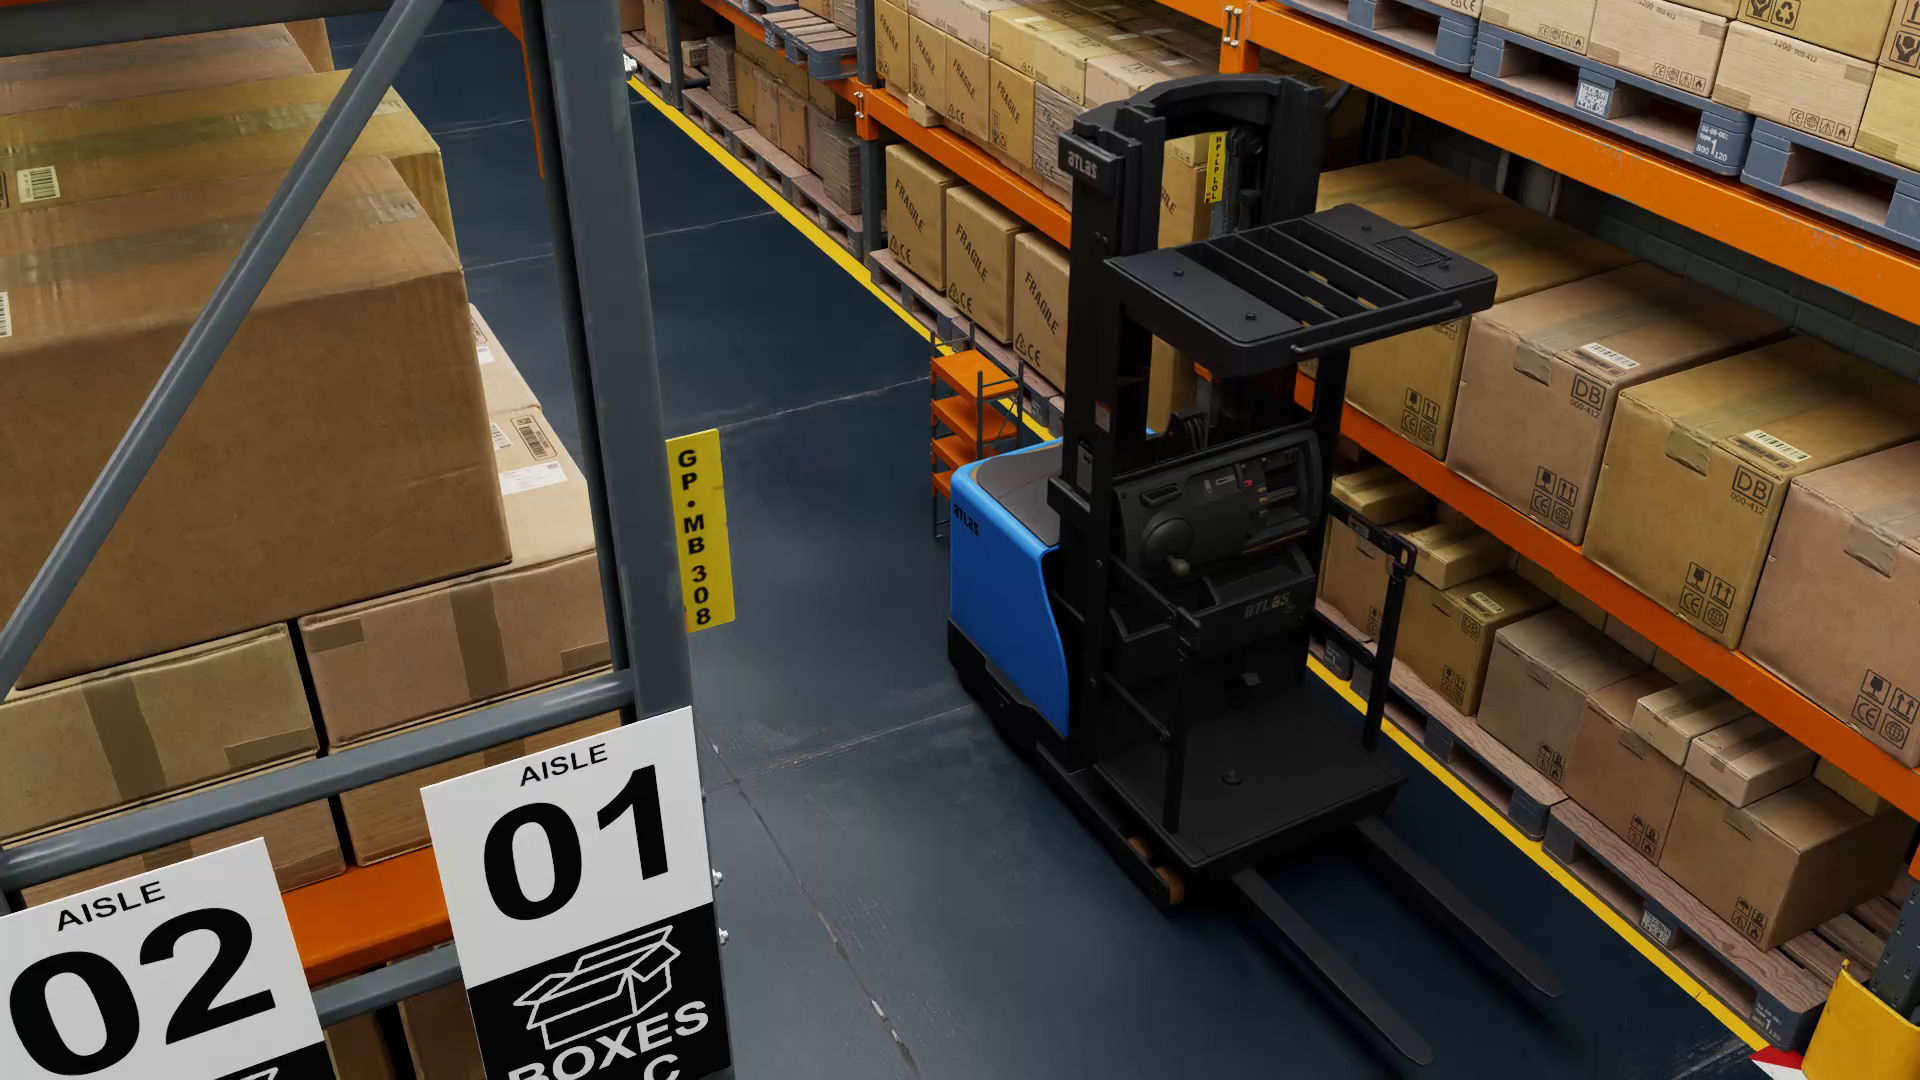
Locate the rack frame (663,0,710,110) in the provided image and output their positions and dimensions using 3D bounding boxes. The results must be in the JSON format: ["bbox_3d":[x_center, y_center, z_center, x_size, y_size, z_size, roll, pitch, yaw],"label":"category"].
[{"bbox_3d":[-2.076,-5.213,14.106,1.000,3.000,0.127,-16,36,-23],"label":"rack frame"}]

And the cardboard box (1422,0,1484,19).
[{"bbox_3d":[1.968,-2.171,6.234,0.500,0.250,0.500,-17,36,-24],"label":"cardboard box"}]

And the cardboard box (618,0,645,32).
[{"bbox_3d":[-3.135,-5.267,16.099,0.700,0.500,0.500,-18,37,-26],"label":"cardboard box"}]

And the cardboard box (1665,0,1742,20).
[{"bbox_3d":[2.462,-1.989,5.256,0.500,0.500,0.500,-18,37,-25],"label":"cardboard box"}]

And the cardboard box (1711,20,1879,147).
[{"bbox_3d":[2.699,-1.435,5.086,0.500,0.250,0.500,-17,36,-25],"label":"cardboard box"}]

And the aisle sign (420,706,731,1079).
[{"bbox_3d":[-0.570,0.626,2.582,0.394,0.787,0.004,-16,36,-23],"label":"aisle sign"}]

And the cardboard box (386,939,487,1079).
[{"bbox_3d":[-0.835,1.021,3.357,0.500,0.500,0.500,-15,35,-22],"label":"cardboard box"}]

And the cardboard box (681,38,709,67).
[{"bbox_3d":[-2.352,-4.453,15.138,0.380,0.166,0.250,-21,38,-29],"label":"cardboard box"}]

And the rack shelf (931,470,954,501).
[{"bbox_3d":[0.077,-0.202,8.446,0.258,0.148,0.480,-16,36,-23],"label":"rack shelf"}]

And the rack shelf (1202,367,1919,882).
[{"bbox_3d":[2.586,-0.137,6.851,1.077,0.370,4.000,-16,36,-23],"label":"rack shelf"}]

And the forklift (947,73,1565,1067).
[{"bbox_3d":[1.102,-0.079,6.157,1.130,2.935,3.031,-17,36,-24],"label":"forklift"}]

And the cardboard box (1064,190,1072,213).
[{"bbox_3d":[0.796,-1.882,9.121,0.380,0.149,0.250,-16,36,-23],"label":"cardboard box"}]

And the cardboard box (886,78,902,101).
[{"bbox_3d":[-0.263,-2.991,10.852,0.380,0.149,0.250,-16,36,-24],"label":"cardboard box"}]

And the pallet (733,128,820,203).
[{"bbox_3d":[-1.139,-3.084,13.368,1.003,0.211,1.213,-16,36,-23],"label":"pallet"}]

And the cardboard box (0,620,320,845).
[{"bbox_3d":[-1.327,0.171,2.598,0.500,0.250,0.500,-16,36,-23],"label":"cardboard box"}]

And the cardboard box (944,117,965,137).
[{"bbox_3d":[0.122,-2.631,10.291,0.380,0.149,0.250,-16,36,-24],"label":"cardboard box"}]

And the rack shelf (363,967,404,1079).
[{"bbox_3d":[-1.794,1.110,4.903,1.077,0.370,4.000,-16,36,-23],"label":"rack shelf"}]

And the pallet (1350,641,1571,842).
[{"bbox_3d":[2.512,0.745,7.392,1.003,0.211,1.213,-16,36,-23],"label":"pallet"}]

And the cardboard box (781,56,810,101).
[{"bbox_3d":[-1.048,-3.615,12.826,0.500,0.250,0.500,-16,36,-23],"label":"cardboard box"}]

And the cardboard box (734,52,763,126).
[{"bbox_3d":[-1.433,-3.764,13.754,0.700,0.500,0.500,-17,36,-24],"label":"cardboard box"}]

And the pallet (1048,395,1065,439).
[{"bbox_3d":[1.227,-0.570,9.444,1.003,0.211,1.213,-16,36,-23],"label":"pallet"}]

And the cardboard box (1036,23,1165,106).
[{"bbox_3d":[0.742,-2.535,8.844,0.500,0.250,0.500,-15,36,-22],"label":"cardboard box"}]

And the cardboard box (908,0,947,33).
[{"bbox_3d":[0.024,-3.257,9.972,0.500,0.250,0.500,-16,36,-24],"label":"cardboard box"}]

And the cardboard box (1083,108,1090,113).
[{"bbox_3d":[0.969,-1.968,8.655,0.500,0.500,0.500,-16,36,-23],"label":"cardboard box"}]

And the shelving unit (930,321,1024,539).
[{"bbox_3d":[0.077,-0.426,8.303,0.258,1.200,0.503,-16,36,-23],"label":"shelving unit"}]

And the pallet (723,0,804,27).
[{"bbox_3d":[-1.170,-4.157,12.636,1.003,0.211,1.213,-16,36,-23],"label":"pallet"}]

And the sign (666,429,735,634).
[{"bbox_3d":[-0.382,-0.006,2.387,0.100,0.325,0.005,-16,36,-23],"label":"sign"}]

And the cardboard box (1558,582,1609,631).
[{"bbox_3d":[2.746,0.213,6.964,0.380,0.149,0.250,-15,36,-23],"label":"cardboard box"}]

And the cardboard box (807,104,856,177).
[{"bbox_3d":[-0.730,-3.042,12.627,0.700,0.500,0.500,-16,36,-23],"label":"cardboard box"}]

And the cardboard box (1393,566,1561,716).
[{"bbox_3d":[2.380,0.350,7.351,0.700,0.500,0.500,-15,36,-22],"label":"cardboard box"}]

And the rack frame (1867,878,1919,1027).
[{"bbox_3d":[3.519,0.514,5.167,1.000,3.000,0.127,-16,36,-23],"label":"rack frame"}]

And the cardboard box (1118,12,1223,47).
[{"bbox_3d":[1.182,-2.657,9.035,0.500,0.250,0.500,-17,36,-25],"label":"cardboard box"}]

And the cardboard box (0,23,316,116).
[{"bbox_3d":[-1.602,-0.677,3.226,0.700,0.500,0.500,-16,36,-23],"label":"cardboard box"}]

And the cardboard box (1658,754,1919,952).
[{"bbox_3d":[3.104,1.081,6.210,0.700,0.500,0.500,-16,36,-23],"label":"cardboard box"}]

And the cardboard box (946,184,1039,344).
[{"bbox_3d":[0.418,-1.772,10.338,0.750,0.750,0.750,-16,36,-23],"label":"cardboard box"}]

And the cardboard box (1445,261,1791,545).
[{"bbox_3d":[2.576,-0.564,6.571,0.980,0.700,0.700,-18,37,-25],"label":"cardboard box"}]

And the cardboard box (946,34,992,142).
[{"bbox_3d":[0.255,-2.694,9.787,0.500,0.500,0.500,-16,36,-23],"label":"cardboard box"}]

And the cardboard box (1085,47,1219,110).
[{"bbox_3d":[0.980,-2.291,8.464,0.500,0.250,0.500,-15,36,-22],"label":"cardboard box"}]

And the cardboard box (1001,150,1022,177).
[{"bbox_3d":[0.462,-2.262,9.714,0.380,0.149,0.250,-16,36,-23],"label":"cardboard box"}]

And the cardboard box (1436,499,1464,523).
[{"bbox_3d":[2.391,-0.152,7.533,0.380,0.149,0.250,-17,36,-25],"label":"cardboard box"}]

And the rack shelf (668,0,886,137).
[{"bbox_3d":[-1.144,-3.955,12.810,1.077,0.370,4.000,-16,36,-23],"label":"rack shelf"}]

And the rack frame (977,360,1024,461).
[{"bbox_3d":[0.191,-0.310,8.121,0.240,1.200,0.015,-16,36,-23],"label":"rack frame"}]

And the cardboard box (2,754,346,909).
[{"bbox_3d":[-1.335,0.383,2.730,0.500,0.250,0.500,-16,36,-23],"label":"cardboard box"}]

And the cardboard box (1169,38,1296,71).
[{"bbox_3d":[1.420,-2.419,8.663,0.500,0.250,0.500,-15,36,-23],"label":"cardboard box"}]

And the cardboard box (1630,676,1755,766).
[{"bbox_3d":[2.763,0.671,6.249,0.380,0.149,0.250,-15,36,-22],"label":"cardboard box"}]

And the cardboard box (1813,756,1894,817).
[{"bbox_3d":[3.339,0.817,6.020,0.380,0.149,0.250,-16,36,-23],"label":"cardboard box"}]

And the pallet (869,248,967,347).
[{"bbox_3d":[0.090,-1.734,11.261,1.003,0.211,1.213,-16,36,-23],"label":"pallet"}]

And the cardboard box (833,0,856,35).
[{"bbox_3d":[-0.439,-3.753,11.326,0.700,0.500,0.500,-20,38,-29],"label":"cardboard box"}]
